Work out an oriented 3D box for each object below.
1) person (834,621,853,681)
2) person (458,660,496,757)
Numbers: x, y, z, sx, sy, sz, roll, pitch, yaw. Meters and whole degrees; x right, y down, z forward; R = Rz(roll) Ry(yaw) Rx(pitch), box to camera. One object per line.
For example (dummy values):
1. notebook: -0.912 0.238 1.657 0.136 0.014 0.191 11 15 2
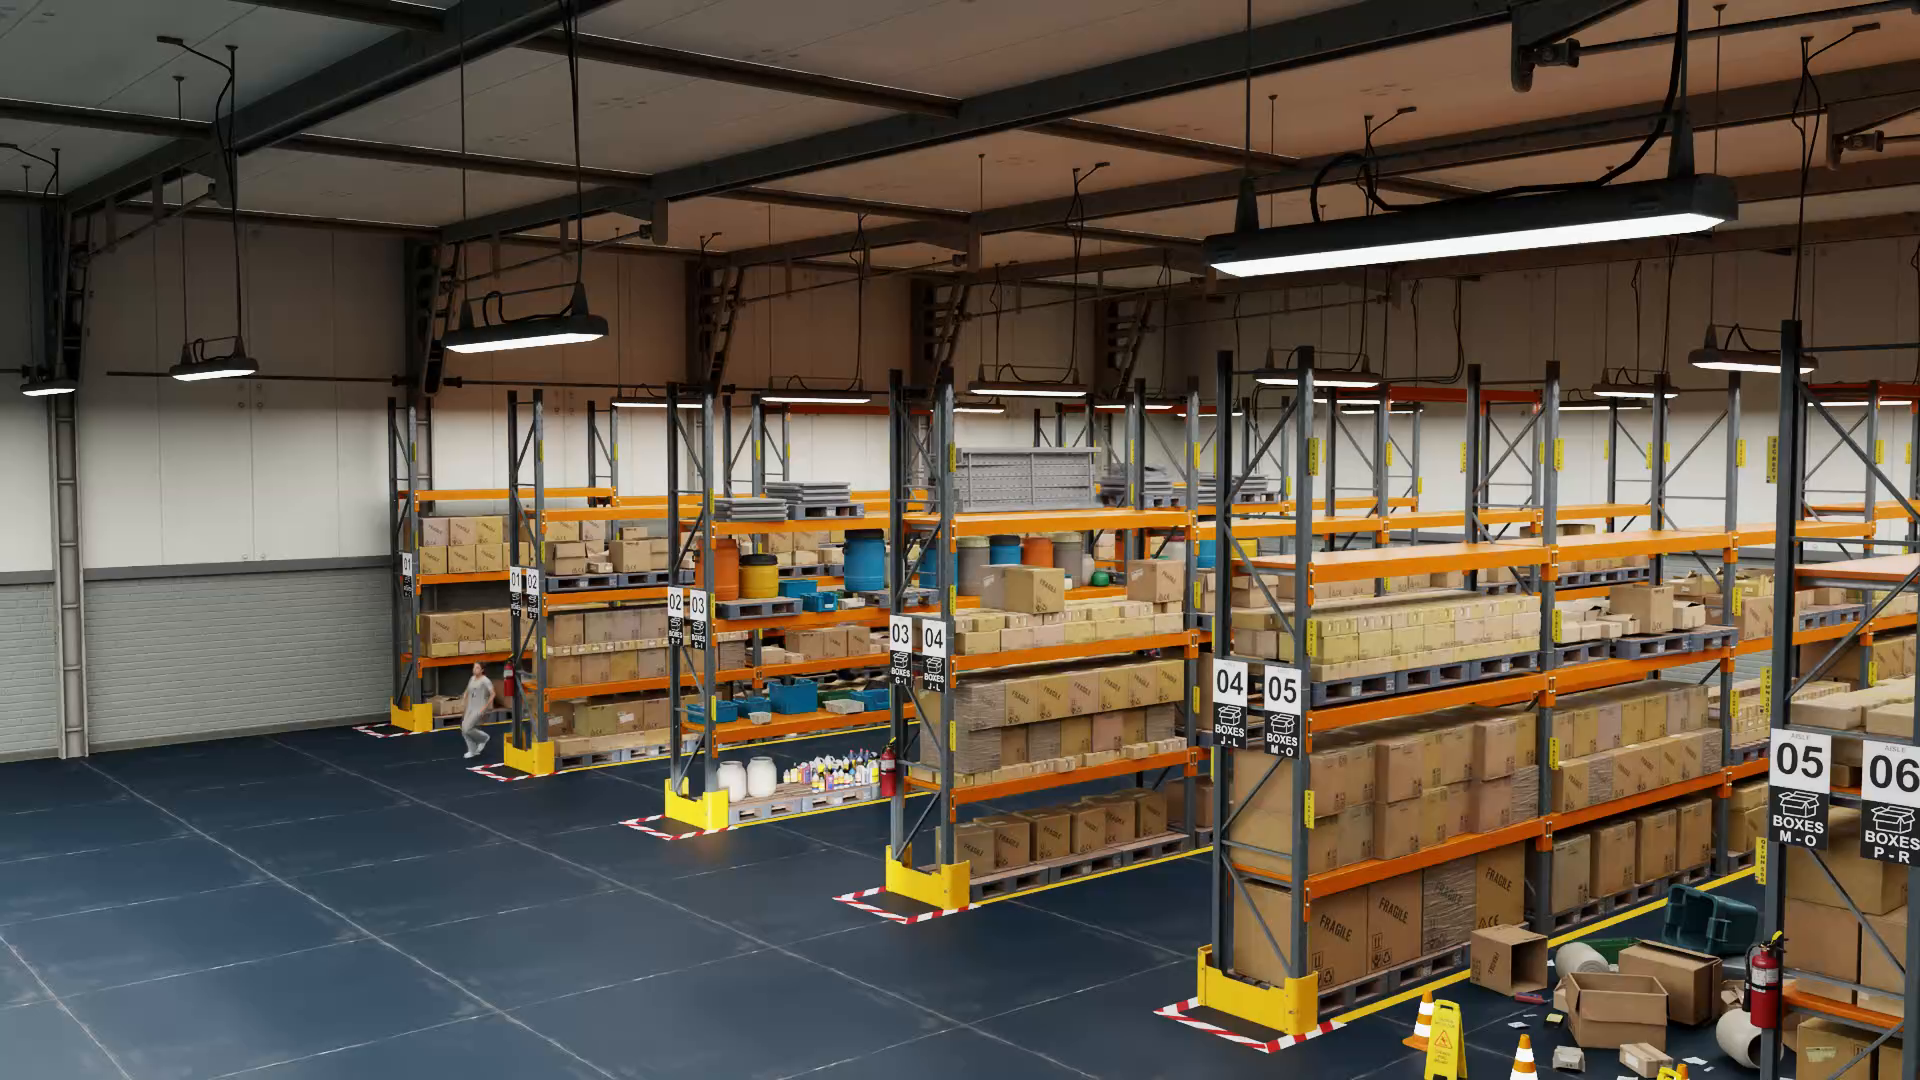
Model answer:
1. person: -2.350 2.172 33.018 0.627 1.635 0.539 -3 5 -43
2. person: -7.925 2.778 27.268 0.617 1.625 0.533 2 4 37
